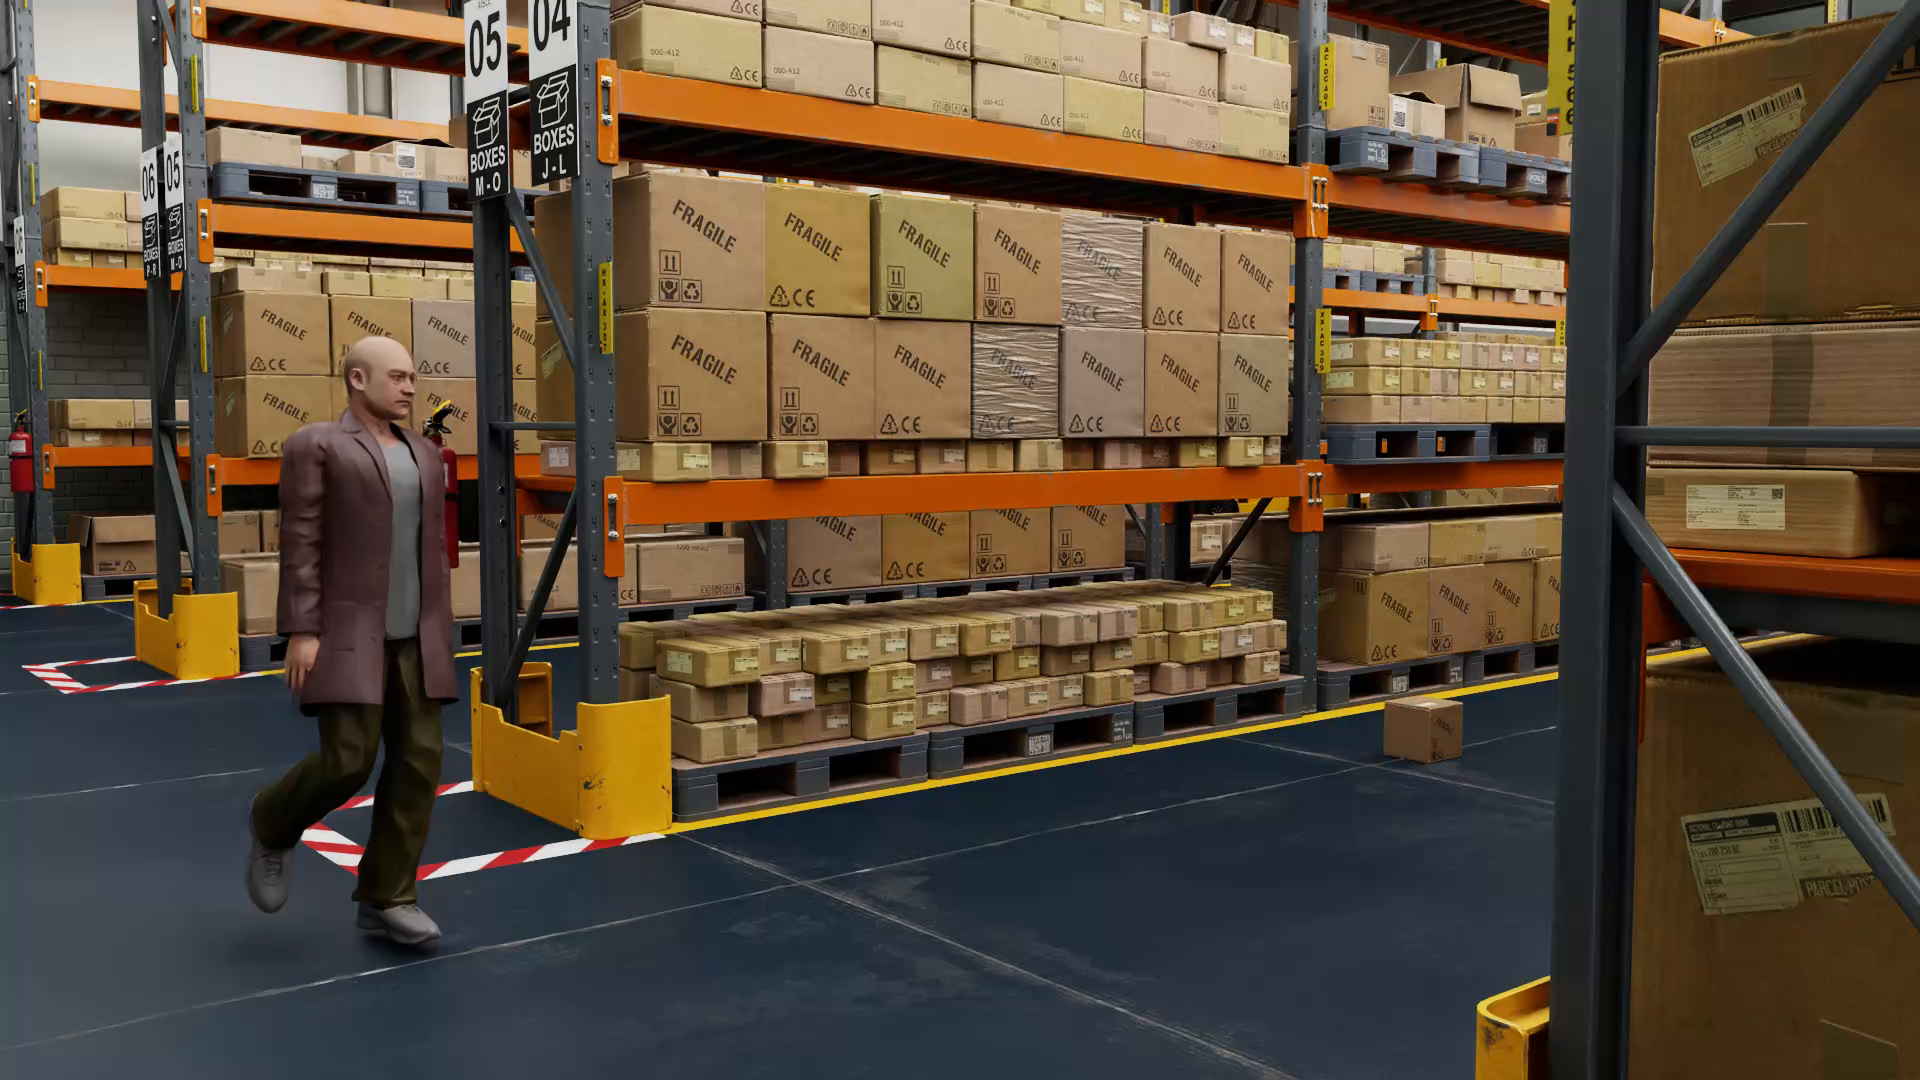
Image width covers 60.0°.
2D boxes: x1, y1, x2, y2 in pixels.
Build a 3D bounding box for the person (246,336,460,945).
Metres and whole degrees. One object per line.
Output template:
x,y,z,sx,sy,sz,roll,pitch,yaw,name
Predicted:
-1.755,0.275,4.933,0.703,1.753,0.604,3,5,37,person
